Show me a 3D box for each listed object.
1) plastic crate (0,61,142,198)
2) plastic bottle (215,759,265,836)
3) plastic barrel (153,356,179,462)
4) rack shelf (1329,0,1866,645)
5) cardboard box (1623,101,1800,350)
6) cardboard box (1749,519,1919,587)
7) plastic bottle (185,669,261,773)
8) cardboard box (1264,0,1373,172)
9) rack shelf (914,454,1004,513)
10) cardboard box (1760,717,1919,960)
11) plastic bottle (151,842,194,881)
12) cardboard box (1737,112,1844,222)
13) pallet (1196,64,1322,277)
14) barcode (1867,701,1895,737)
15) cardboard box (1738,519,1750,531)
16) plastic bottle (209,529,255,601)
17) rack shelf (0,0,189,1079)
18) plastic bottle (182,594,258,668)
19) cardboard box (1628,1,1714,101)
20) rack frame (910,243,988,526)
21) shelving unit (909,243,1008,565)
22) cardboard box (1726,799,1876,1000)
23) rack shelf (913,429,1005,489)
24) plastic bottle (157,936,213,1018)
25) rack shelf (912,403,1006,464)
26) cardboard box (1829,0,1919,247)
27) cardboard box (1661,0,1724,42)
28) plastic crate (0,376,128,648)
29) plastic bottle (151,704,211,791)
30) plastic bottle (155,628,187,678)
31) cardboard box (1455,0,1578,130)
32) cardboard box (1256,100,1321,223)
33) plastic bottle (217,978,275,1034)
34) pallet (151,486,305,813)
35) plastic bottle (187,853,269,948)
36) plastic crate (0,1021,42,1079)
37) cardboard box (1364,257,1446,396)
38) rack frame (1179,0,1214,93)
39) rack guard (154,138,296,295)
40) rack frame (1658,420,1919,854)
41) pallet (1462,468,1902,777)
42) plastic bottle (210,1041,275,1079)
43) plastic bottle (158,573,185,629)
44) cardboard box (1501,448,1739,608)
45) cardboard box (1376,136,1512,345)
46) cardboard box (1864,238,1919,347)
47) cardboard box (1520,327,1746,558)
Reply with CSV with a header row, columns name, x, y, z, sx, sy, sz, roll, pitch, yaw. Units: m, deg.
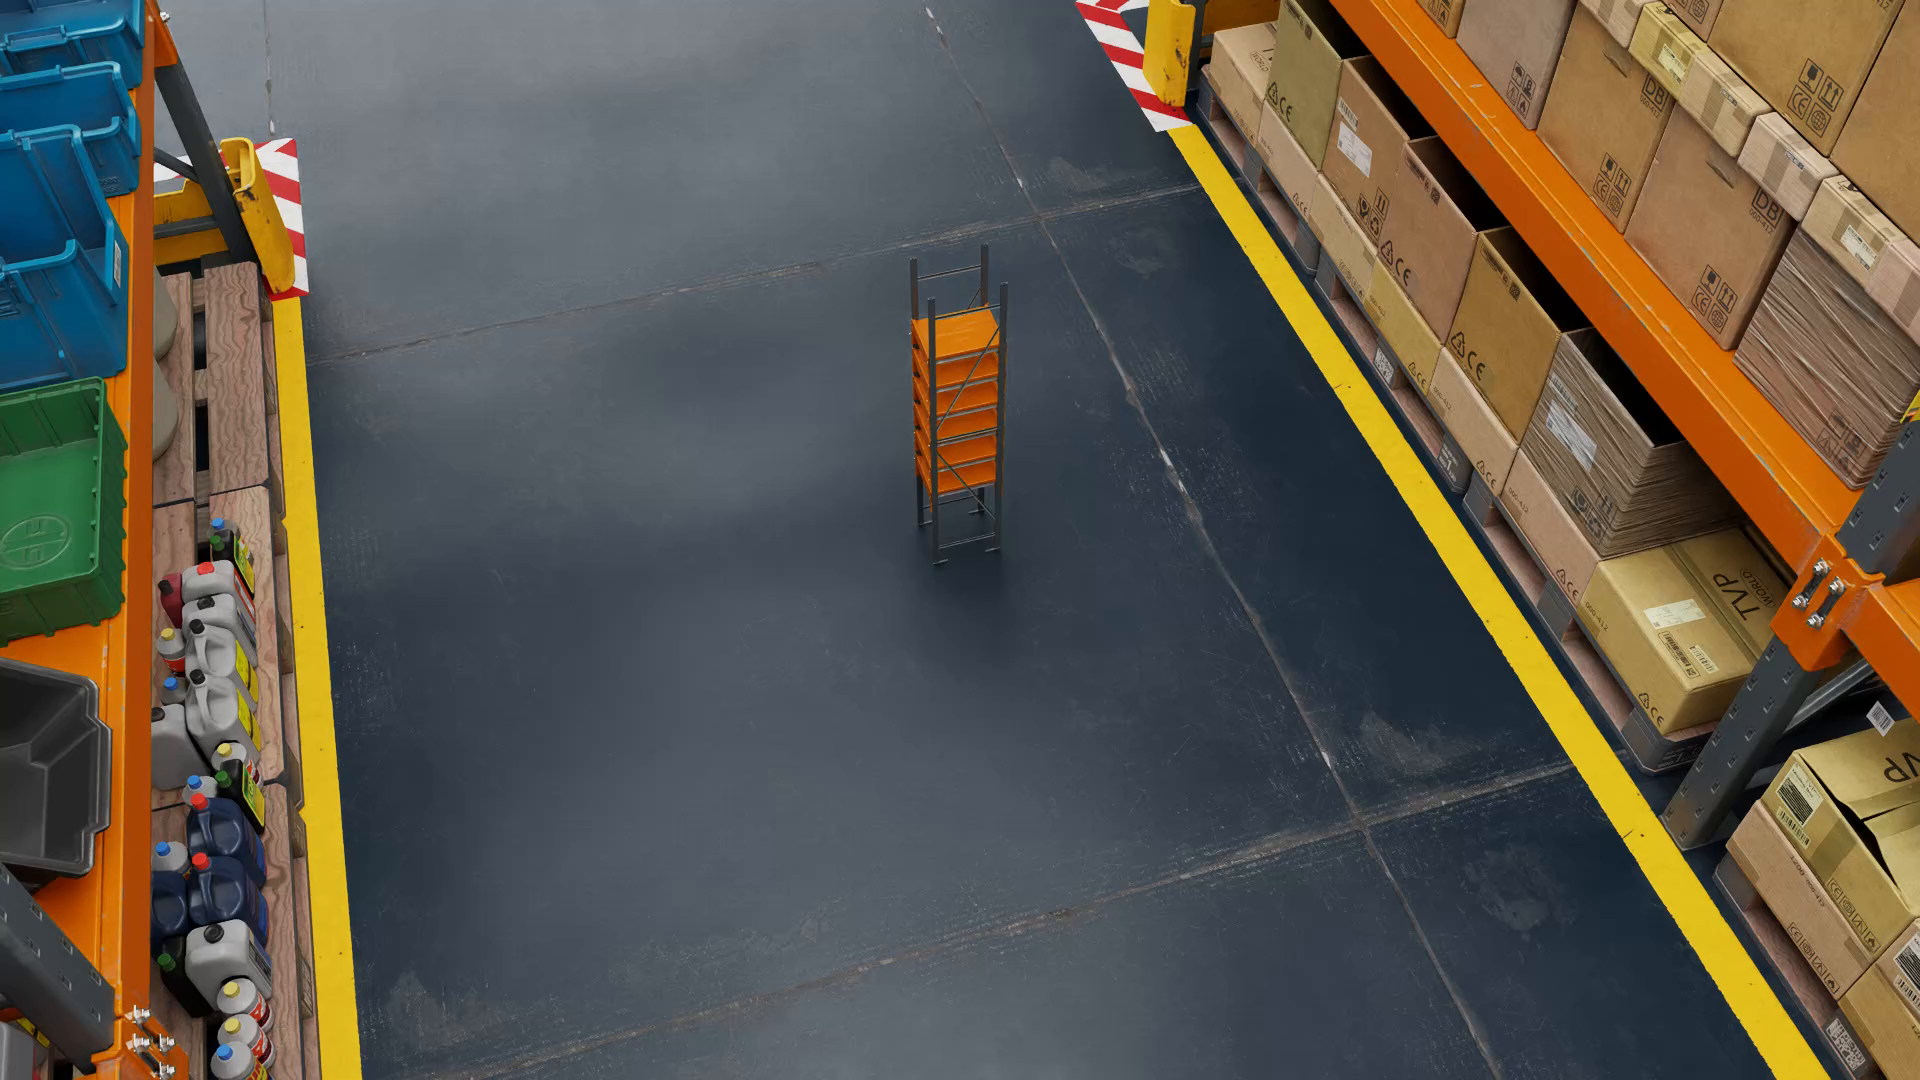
name,x,y,z,sx,sy,sz,roll,pitch,yaw
plastic crate,-2.685,-1.173,4.874,0.499,0.251,0.408,-13,51,-11
plastic bottle,-2.030,0.710,4.679,0.061,0.283,0.133,-11,51,-9
plastic barrel,-2.890,-0.498,5.561,0.421,0.512,0.421,0,50,0
rack shelf,2.018,-1.419,5.455,1.077,0.370,4.000,-13,51,-11
cardboard box,2.311,-0.929,4.506,0.700,0.500,0.500,-14,51,-11
cardboard box,2.772,-0.090,4.898,0.500,0.500,0.500,-13,51,-11
plastic bottle,-2.147,0.507,4.805,0.144,0.351,0.185,-14,51,-11
cardboard box,1.523,-1.796,6.335,0.500,0.500,0.500,-13,51,-11
rack shelf,-0.004,-0.214,5.518,0.258,0.103,0.180,-13,51,-11
cardboard box,2.494,0.738,4.323,0.500,0.311,0.500,-13,51,-11
plastic bottle,-2.123,0.903,4.524,0.097,0.271,0.097,0,50,0
cardboard box,2.174,-0.953,4.102,0.380,0.149,0.250,-15,51,-12
pallet,1.693,-1.664,7.014,1.003,0.211,1.213,-13,51,-11
barcode,2.288,0.445,4.132,0.001,0.075,0.075,-13,51,-11
cardboard box,2.619,-0.213,5.491,0.500,0.250,0.500,-13,51,-11
plastic bottle,-2.292,0.063,5.224,0.061,0.283,0.133,-12,51,-10
rack shelf,-2.714,-0.302,4.513,1.077,0.370,4.000,-13,51,-11
plastic bottle,-2.255,0.276,5.049,0.152,0.276,0.135,-15,51,-12
cardboard box,2.026,-1.325,4.416,0.380,0.149,0.250,-14,51,-11
rack frame,-0.031,-0.464,5.357,0.240,1.200,0.006,-13,51,-11
shelving unit,-0.004,-0.397,5.300,0.258,1.200,0.189,-13,51,-11
cardboard box,2.493,0.911,4.544,0.500,0.250,0.500,-14,51,-12
rack shelf,-0.004,-0.291,5.426,0.258,0.103,0.180,-13,51,-11
plastic bottle,-2.022,1.123,4.330,0.061,0.283,0.133,-13,51,-11
rack shelf,-0.004,-0.369,5.334,0.258,0.103,0.180,-13,51,-11
cardboard box,2.473,-0.963,3.686,0.700,0.500,0.500,-13,51,-11
cardboard box,2.175,-1.698,4.306,0.700,0.500,0.500,-13,51,-11
plastic crate,-2.255,-0.060,3.977,0.450,0.188,0.662,-13,51,-11
plastic bottle,-2.281,0.583,4.790,0.152,0.276,0.135,-13,51,-11
plastic bottle,-2.368,0.341,5.043,0.097,0.201,0.097,0,50,0
cardboard box,2.013,-1.670,5.131,0.700,0.500,0.500,-12,51,-10
cardboard box,1.525,-1.554,6.622,0.500,0.250,0.500,-13,51,-11
plastic bottle,-1.859,1.207,4.313,0.097,0.201,0.097,0,50,0
pallet,-2.646,0.433,5.247,1.003,0.211,1.213,-13,51,-11
plastic bottle,-1.965,0.956,4.427,0.144,0.351,0.185,-12,51,-10
plastic crate,-1.687,1.191,2.742,0.402,0.464,0.583,-13,51,-11
cardboard box,1.815,-0.823,6.006,0.500,0.250,0.500,-13,51,-11
rack frame,1.427,-3.112,6.411,1.000,3.000,0.127,-13,51,-11
rack guard,-3.238,-1.144,6.387,1.175,0.500,0.348,-13,51,-11
rack frame,2.610,-0.190,3.948,1.000,3.000,0.127,-13,51,-11
pallet,2.415,0.118,5.512,1.003,0.211,1.213,-13,51,-11
plastic bottle,-1.798,1.333,4.161,0.097,0.271,0.097,0,50,0
plastic bottle,-2.397,0.196,5.111,0.061,0.283,0.133,-13,51,-11
cardboard box,2.126,-0.096,5.393,0.500,0.250,0.500,-13,51,-11
cardboard box,1.814,-1.064,5.719,0.500,0.500,0.500,-13,51,-11
cardboard box,2.325,-0.582,3.789,0.380,0.149,0.250,-13,51,-11
cardboard box,2.127,-0.338,5.106,0.500,0.500,0.500,-13,51,-11
